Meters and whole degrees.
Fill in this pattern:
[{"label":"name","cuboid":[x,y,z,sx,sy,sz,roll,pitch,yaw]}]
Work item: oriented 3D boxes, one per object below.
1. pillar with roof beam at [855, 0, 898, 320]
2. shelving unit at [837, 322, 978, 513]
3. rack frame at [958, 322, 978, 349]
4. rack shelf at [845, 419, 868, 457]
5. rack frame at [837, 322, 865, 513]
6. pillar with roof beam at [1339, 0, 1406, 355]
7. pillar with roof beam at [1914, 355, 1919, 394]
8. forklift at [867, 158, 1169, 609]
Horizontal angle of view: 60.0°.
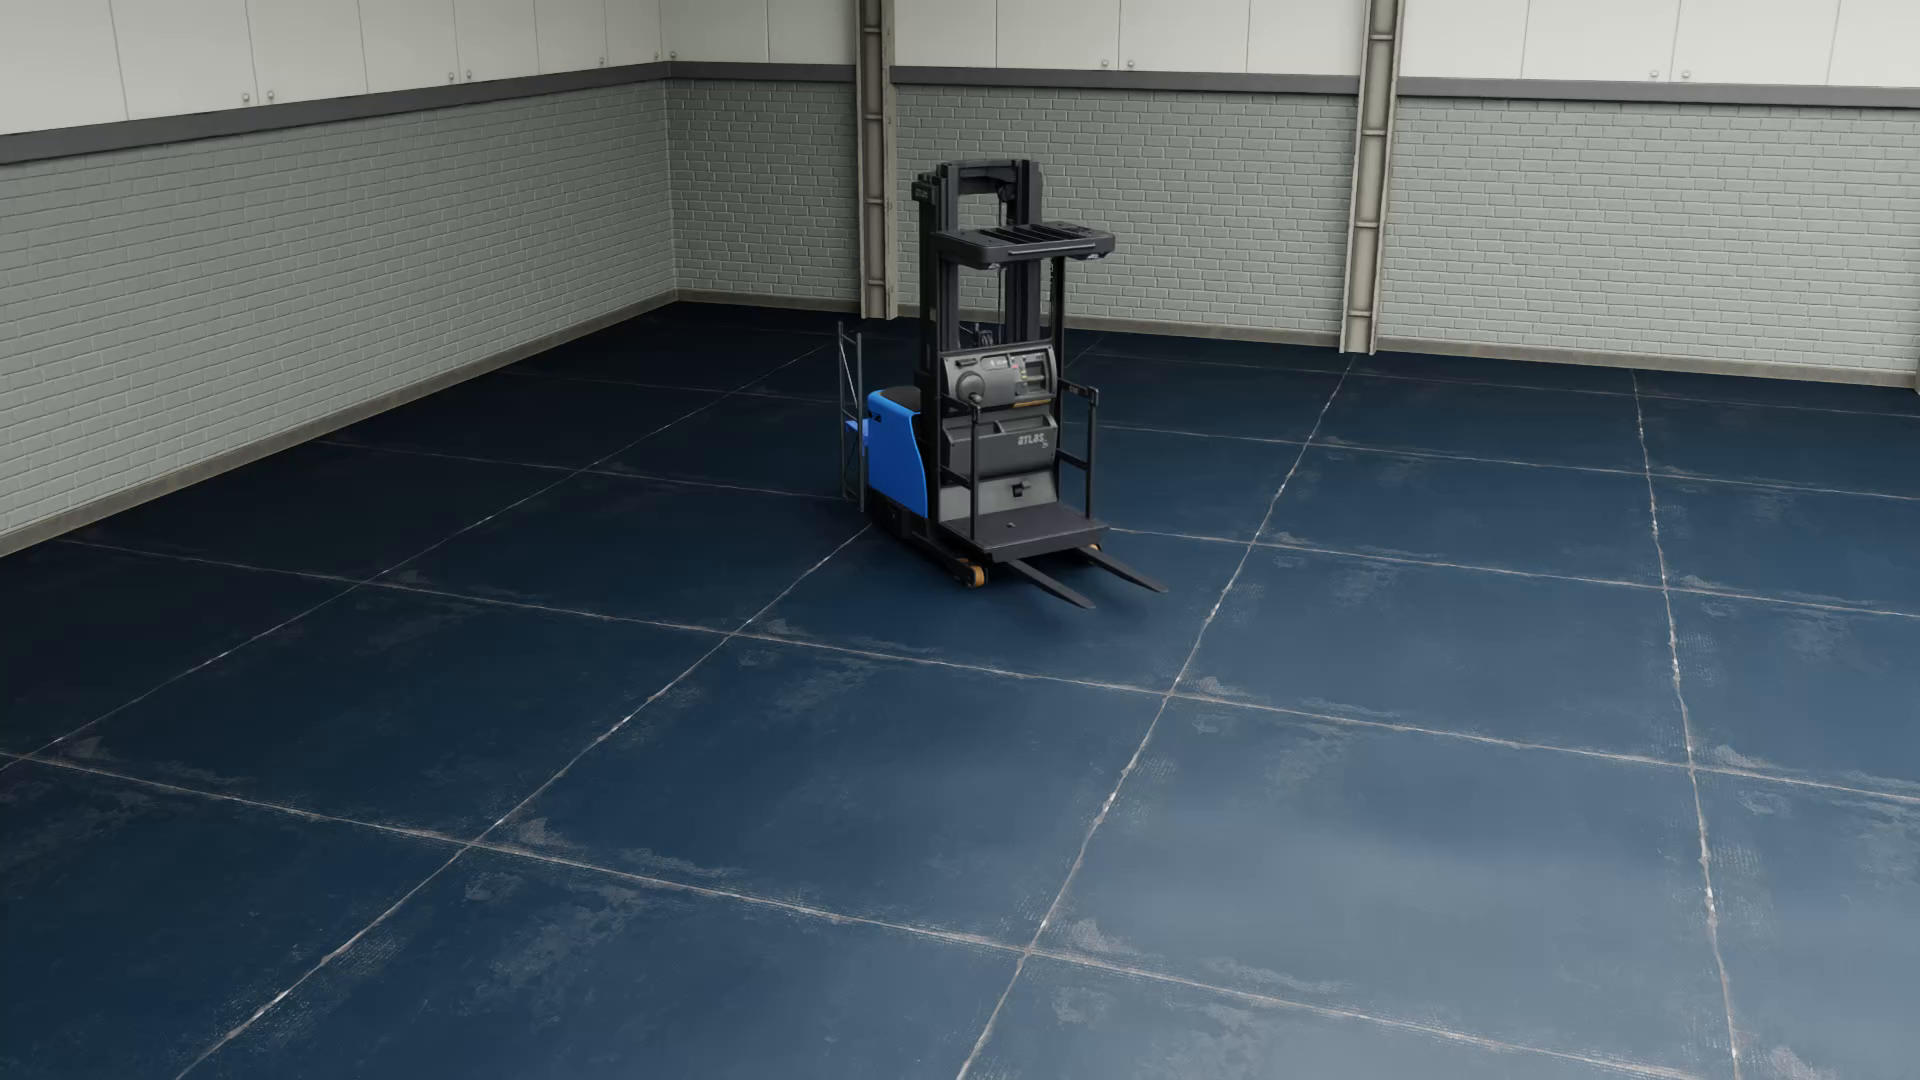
[{"label":"pillar with roof beam","cuboid":[-2.440,-5.764,15.941,0.400,9.000,9.100,7,20,18]},{"label":"shelving unit","cuboid":[-0.429,-1.075,13.880,1.048,1.500,0.538,-8,21,-21]},{"label":"rack frame","cuboid":[0.041,-1.139,14.064,0.032,1.500,0.500,-8,21,-21]},{"label":"rack shelf","cuboid":[-0.429,-0.905,13.940,1.000,0.185,0.538,-8,21,-21]},{"label":"rack frame","cuboid":[-0.898,-1.011,13.697,0.032,1.500,0.500,-8,21,-21]},{"label":"pillar with roof beam","cuboid":[3.228,-5.116,14.082,0.400,9.000,9.100,7,20,18]},{"label":"pillar with roof beam","cuboid":[8.895,-4.468,12.223,0.400,9.000,9.100,7,20,18]},{"label":"forklift","cuboid":[0.406,-1.204,12.079,1.130,2.935,3.031,-10,22,-27]}]
